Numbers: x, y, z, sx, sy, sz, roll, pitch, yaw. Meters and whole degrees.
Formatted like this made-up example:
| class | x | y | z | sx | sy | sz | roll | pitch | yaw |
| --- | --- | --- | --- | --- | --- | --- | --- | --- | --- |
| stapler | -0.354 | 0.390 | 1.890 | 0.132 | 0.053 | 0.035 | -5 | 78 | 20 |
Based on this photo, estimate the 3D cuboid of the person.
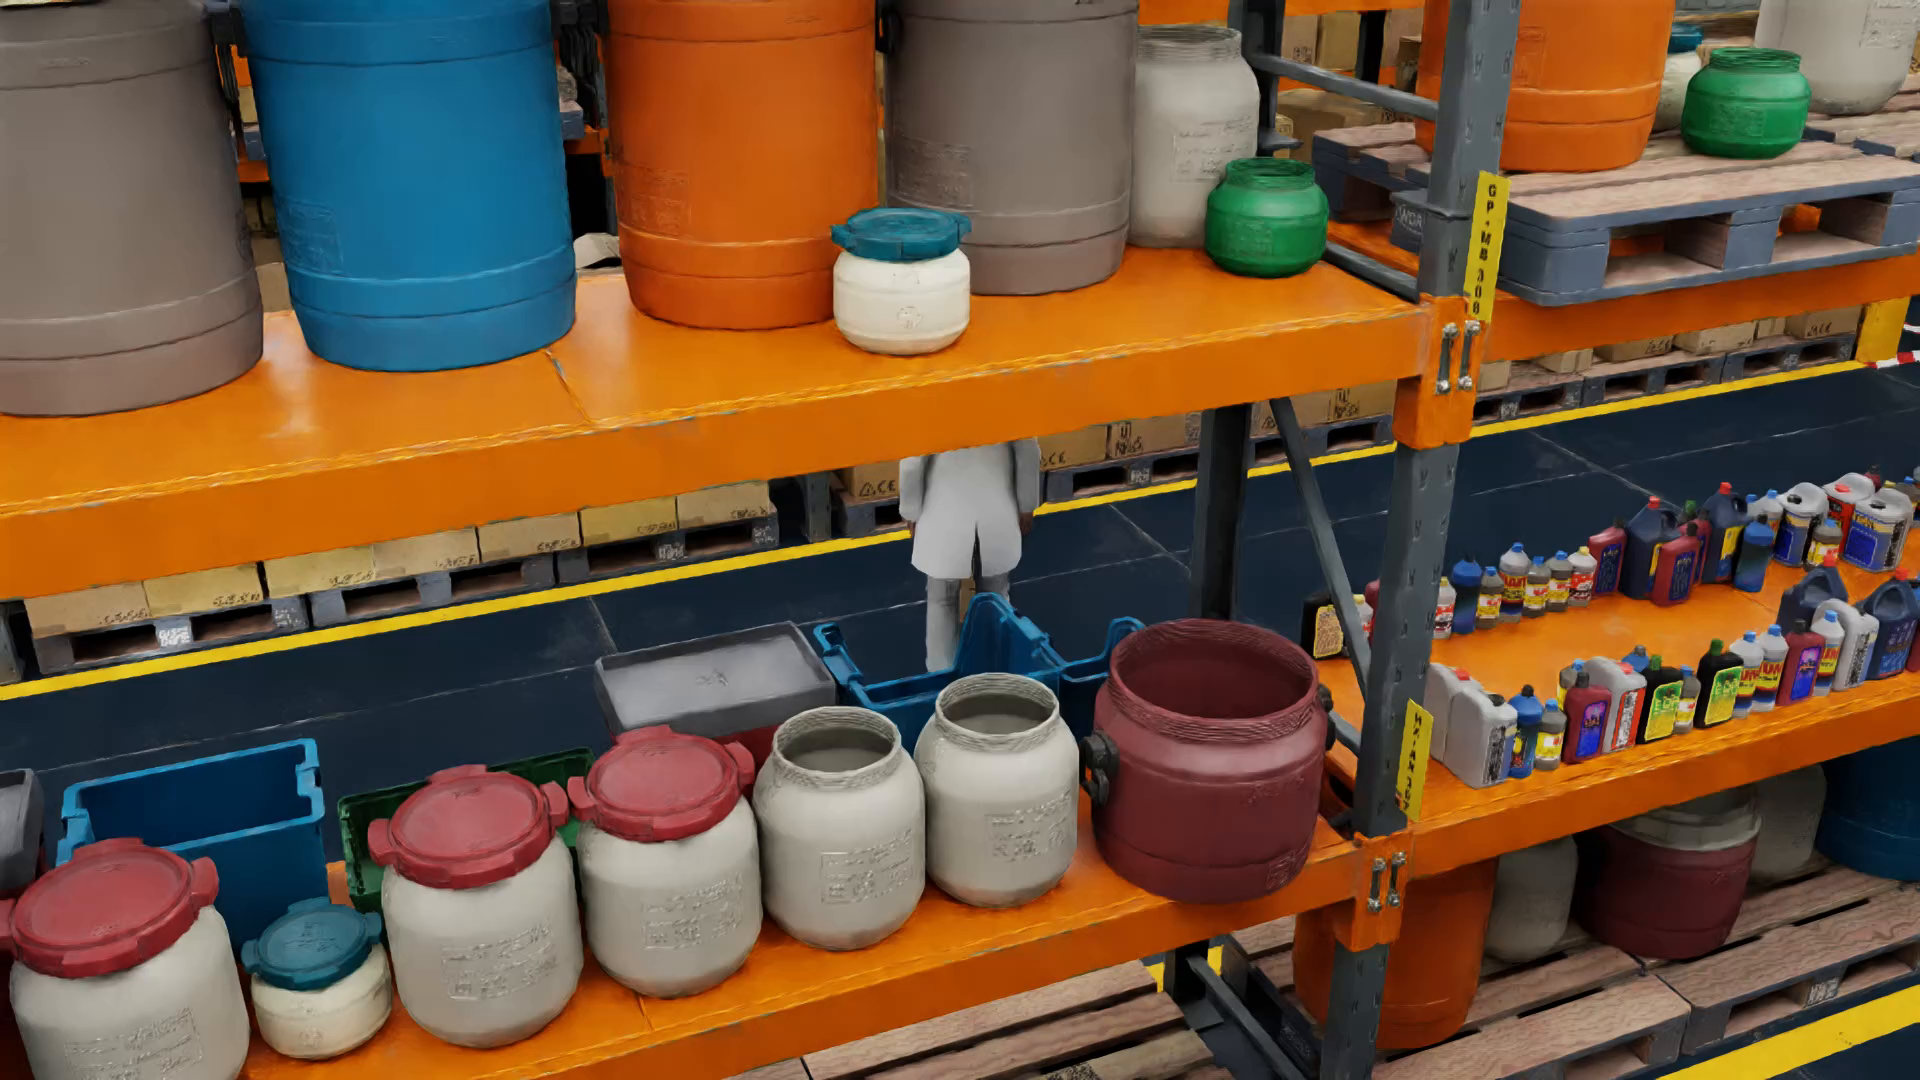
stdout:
| class | x | y | z | sx | sy | sz | roll | pitch | yaw |
| --- | --- | --- | --- | --- | --- | --- | --- | --- | --- |
| person | 0.034 | -0.099 | 7.320 | 0.637 | 1.826 | 0.433 | -5 | 26 | -11 |
